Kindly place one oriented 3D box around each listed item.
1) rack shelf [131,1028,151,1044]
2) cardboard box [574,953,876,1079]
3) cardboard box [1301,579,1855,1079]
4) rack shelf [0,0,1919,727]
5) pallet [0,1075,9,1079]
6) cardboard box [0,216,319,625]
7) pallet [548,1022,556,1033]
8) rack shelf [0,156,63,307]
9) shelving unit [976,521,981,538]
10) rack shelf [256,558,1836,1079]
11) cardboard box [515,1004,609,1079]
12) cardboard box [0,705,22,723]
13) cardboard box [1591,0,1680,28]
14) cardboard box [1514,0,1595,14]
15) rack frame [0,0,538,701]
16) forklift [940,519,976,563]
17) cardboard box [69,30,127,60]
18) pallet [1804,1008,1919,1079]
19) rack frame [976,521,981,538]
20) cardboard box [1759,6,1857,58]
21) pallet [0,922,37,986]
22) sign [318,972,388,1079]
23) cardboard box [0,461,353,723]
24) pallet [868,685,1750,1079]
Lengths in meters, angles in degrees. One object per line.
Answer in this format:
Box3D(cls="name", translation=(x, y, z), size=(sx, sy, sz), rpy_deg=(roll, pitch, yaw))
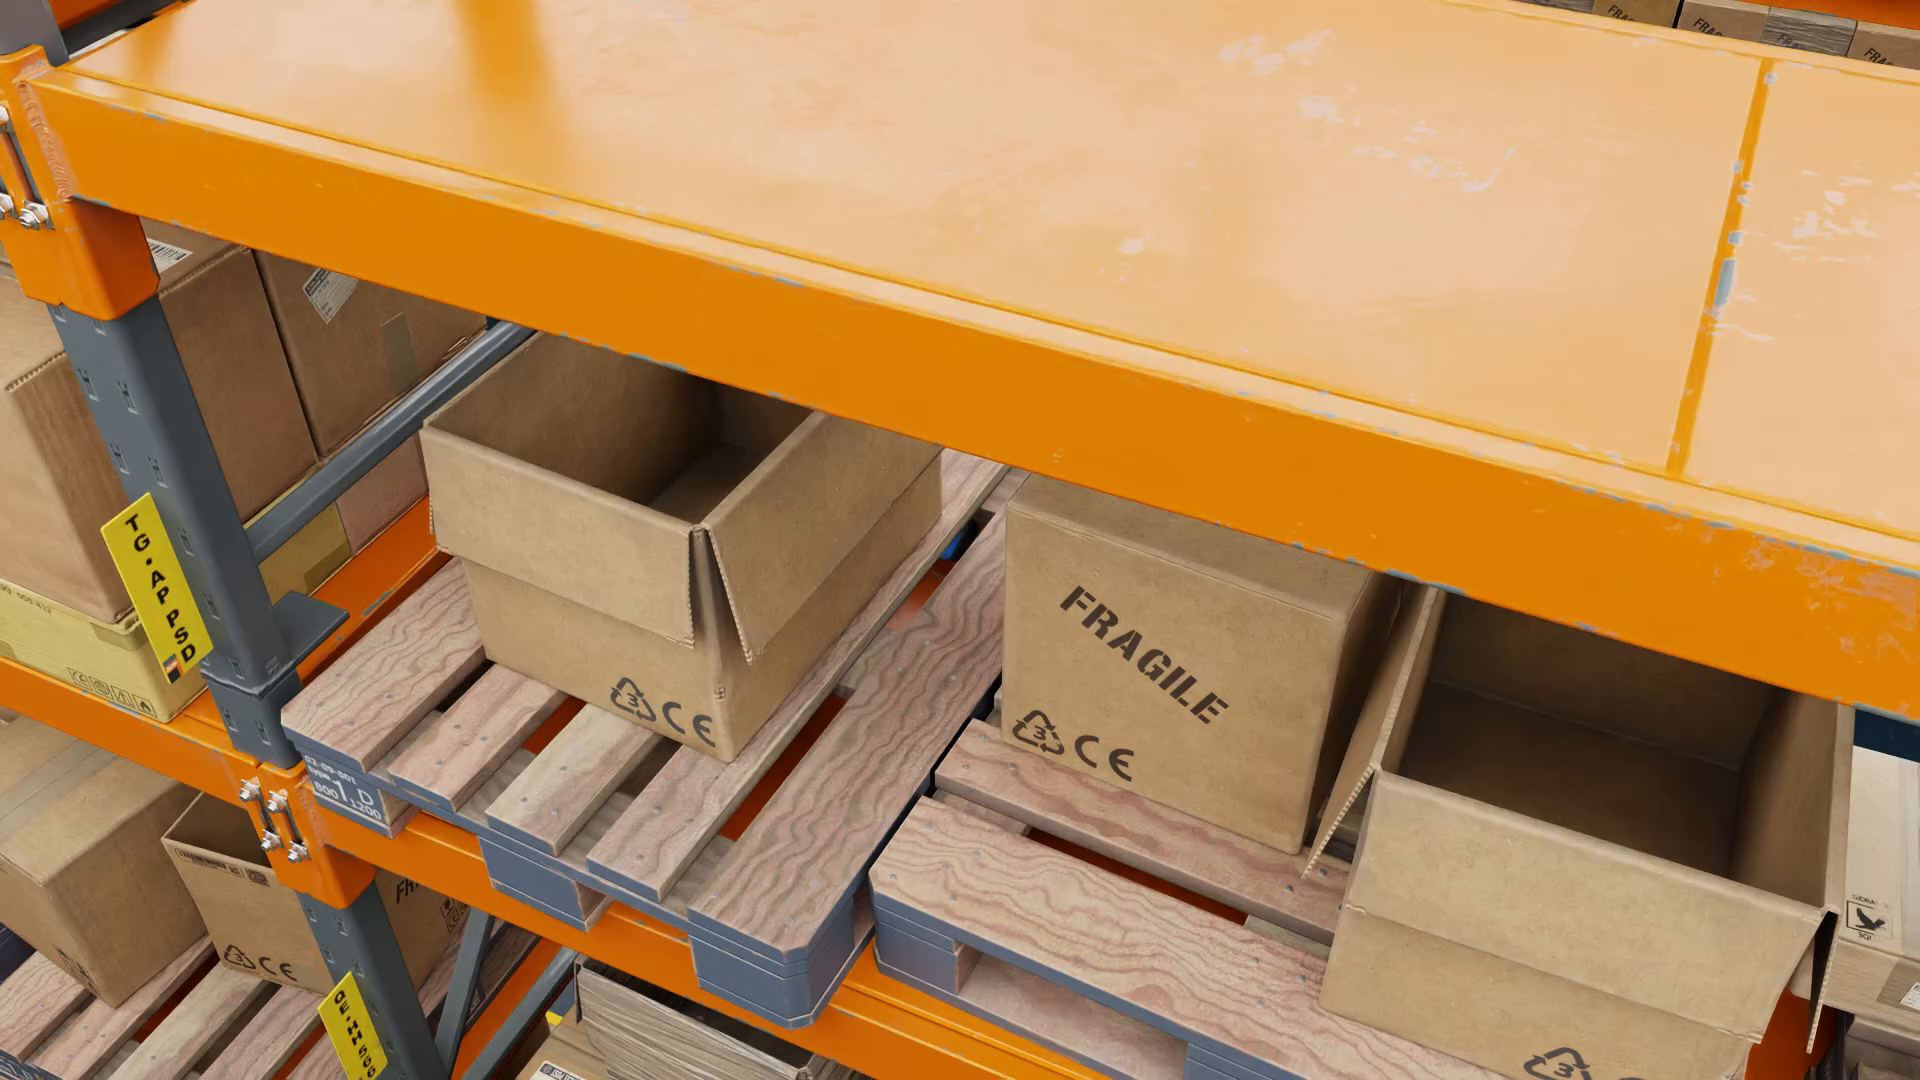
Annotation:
Box3D(cls="rack shelf", translation=(-2.815, 0.803, 4.967), size=(4.000, 0.370, 1.077), rpy_deg=(17, 44, 19))
Box3D(cls="cardboard box", translation=(-0.347, 0.880, 3.486), size=(0.637, 0.503, 0.797), rpy_deg=(18, 44, 20))
Box3D(cls="cardboard box", translation=(0.858, 0.307, 2.300), size=(0.637, 0.503, 0.797), rpy_deg=(16, 44, 18))
Box3D(cls="rack shelf", translation=(0.810, -0.205, 1.855), size=(4.000, 0.370, 1.077), rpy_deg=(17, 44, 19))
Box3D(cls="pallet", translation=(-2.812, 1.583, 5.647), size=(1.213, 0.211, 1.003), rpy_deg=(17, 44, 19))
Box3D(cls="cardboard box", translation=(-1.541, -0.259, 2.894), size=(0.500, 0.500, 0.500), rpy_deg=(18, 44, 20))
Box3D(cls="pallet", translation=(-1.710, 1.921, 5.256), size=(1.213, 0.211, 1.003), rpy_deg=(17, 44, 19))
Box3D(cls="rack shelf", translation=(-2.815, -1.313, 3.133), size=(4.000, 0.370, 1.077), rpy_deg=(17, 44, 19))
Box3D(cls="shelving unit", translation=(-9.392, 1.969, 0.782), size=(16.128, 6.000, 18.801), rpy_deg=(12, 42, 14))
Box3D(cls="rack shelf", translation=(0.810, 0.777, 2.706), size=(4.000, 0.370, 1.077), rpy_deg=(17, 44, 19))
Box3D(cls="cardboard box", translation=(-0.677, 1.343, 3.718), size=(0.500, 0.500, 0.500), rpy_deg=(18, 44, 20))
Box3D(cls="cardboard box", translation=(-2.424, 0.382, 4.697), size=(0.500, 0.250, 0.500), rpy_deg=(16, 43, 17))
Box3D(cls="cardboard box", translation=(4.410, -3.436, 10.881), size=(0.500, 0.500, 0.500), rpy_deg=(16, 44, 18))
Box3D(cls="cardboard box", translation=(3.958, -3.578, 11.045), size=(0.500, 0.500, 0.500), rpy_deg=(15, 43, 17))
Box3D(cls="rack frame", translation=(-1.002, -1.182, 2.127), size=(0.127, 3.000, 1.000), rpy_deg=(17, 44, 19))
Box3D(cls="forklift", translation=(-15.428, -10.607, 17.701), size=(38.697, 2.843, 19.219), rpy_deg=(12, 42, 14))
Box3D(cls="cardboard box", translation=(-1.778, -0.701, 3.404), size=(0.500, 0.500, 0.500), rpy_deg=(17, 44, 19))
Box3D(cls="pallet", translation=(1.771, 0.907, 2.153), size=(1.217, 0.209, 0.805), rpy_deg=(15, 43, 17))
Box3D(cls="rack frame", translation=(0.163, -0.428, 7.269), size=(0.032, 1.125, 0.500), rpy_deg=(12, 42, 14))
Box3D(cls="cardboard box", translation=(5.347, -3.155, 10.557), size=(0.500, 0.500, 0.500), rpy_deg=(18, 44, 19))
Box3D(cls="pallet", translation=(-2.814, 0.633, 4.759), size=(1.213, 0.211, 1.003), rpy_deg=(17, 44, 19))
Box3D(cls="sign", translation=(-1.223, 1.002, 3.364), size=(0.005, 0.325, 0.100), rpy_deg=(17, 44, 19))
Box3D(cls="cardboard box", translation=(-1.537, 0.022, 3.143), size=(0.500, 0.250, 0.500), rpy_deg=(17, 44, 19))
Box3D(cls="pallet", translation=(0.618, 0.478, 2.647), size=(1.213, 0.211, 1.003), rpy_deg=(19, 44, 21))
